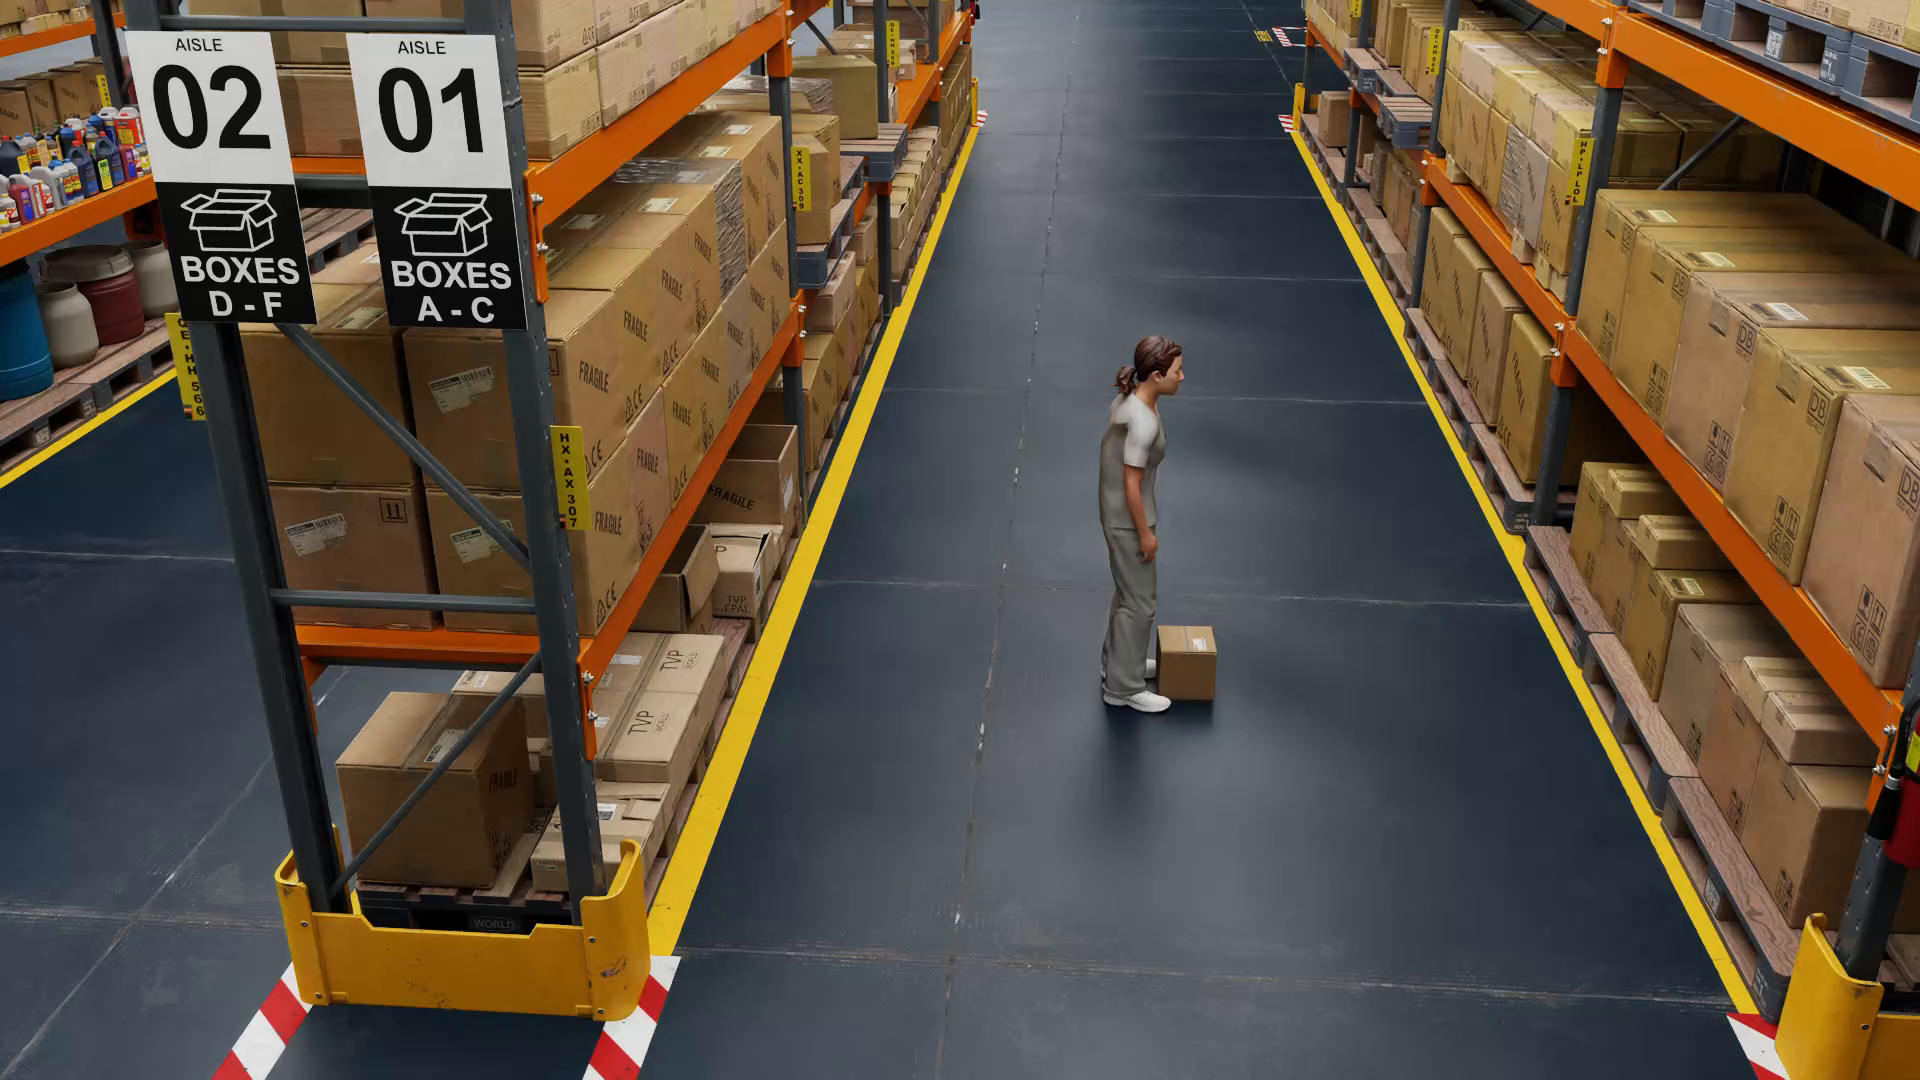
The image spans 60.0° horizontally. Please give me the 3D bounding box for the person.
[{"bbox_3d":[0.782,-0.088,7.298,0.357,1.673,0.486,2,25,4],"label":"person"}]
